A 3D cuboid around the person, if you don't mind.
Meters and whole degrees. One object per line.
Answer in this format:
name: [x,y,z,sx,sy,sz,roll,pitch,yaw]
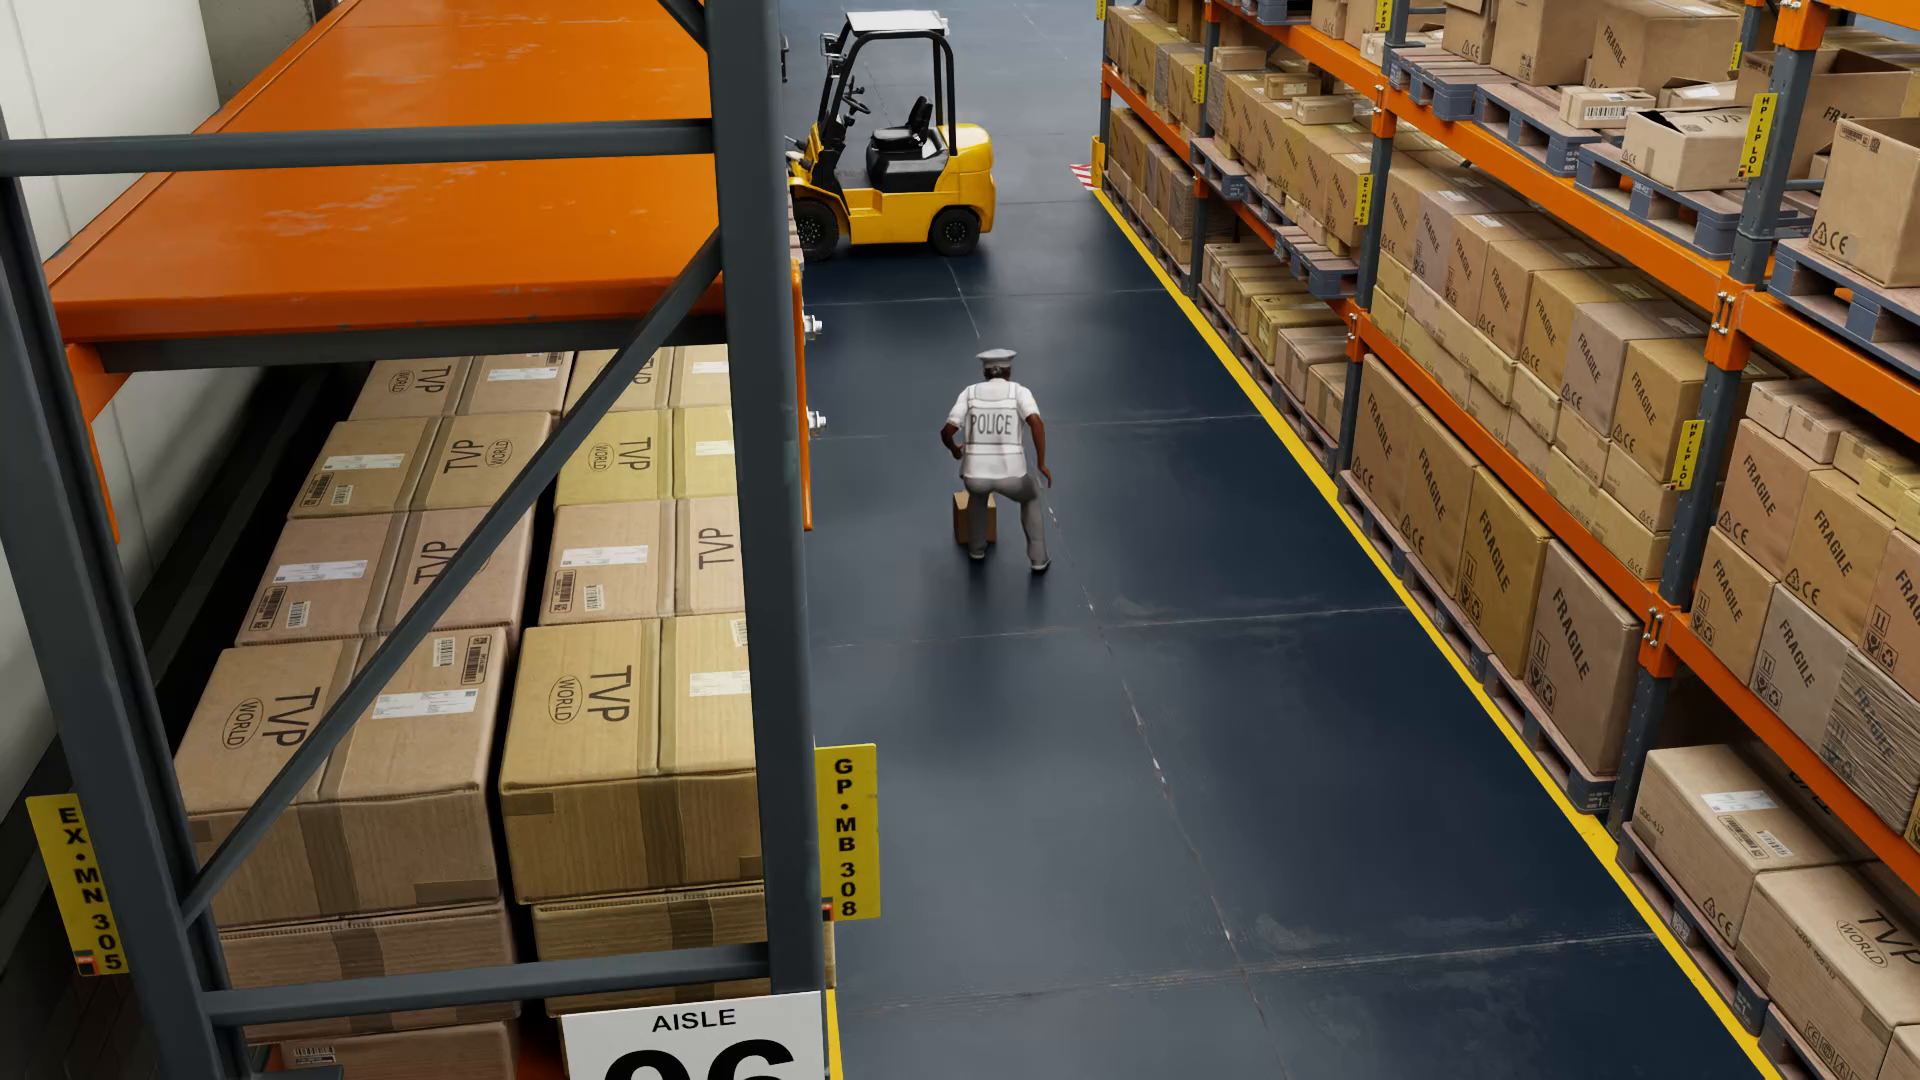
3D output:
person: [0.236,-0.444,10.265,0.692,1.382,0.708,4,28,8]
